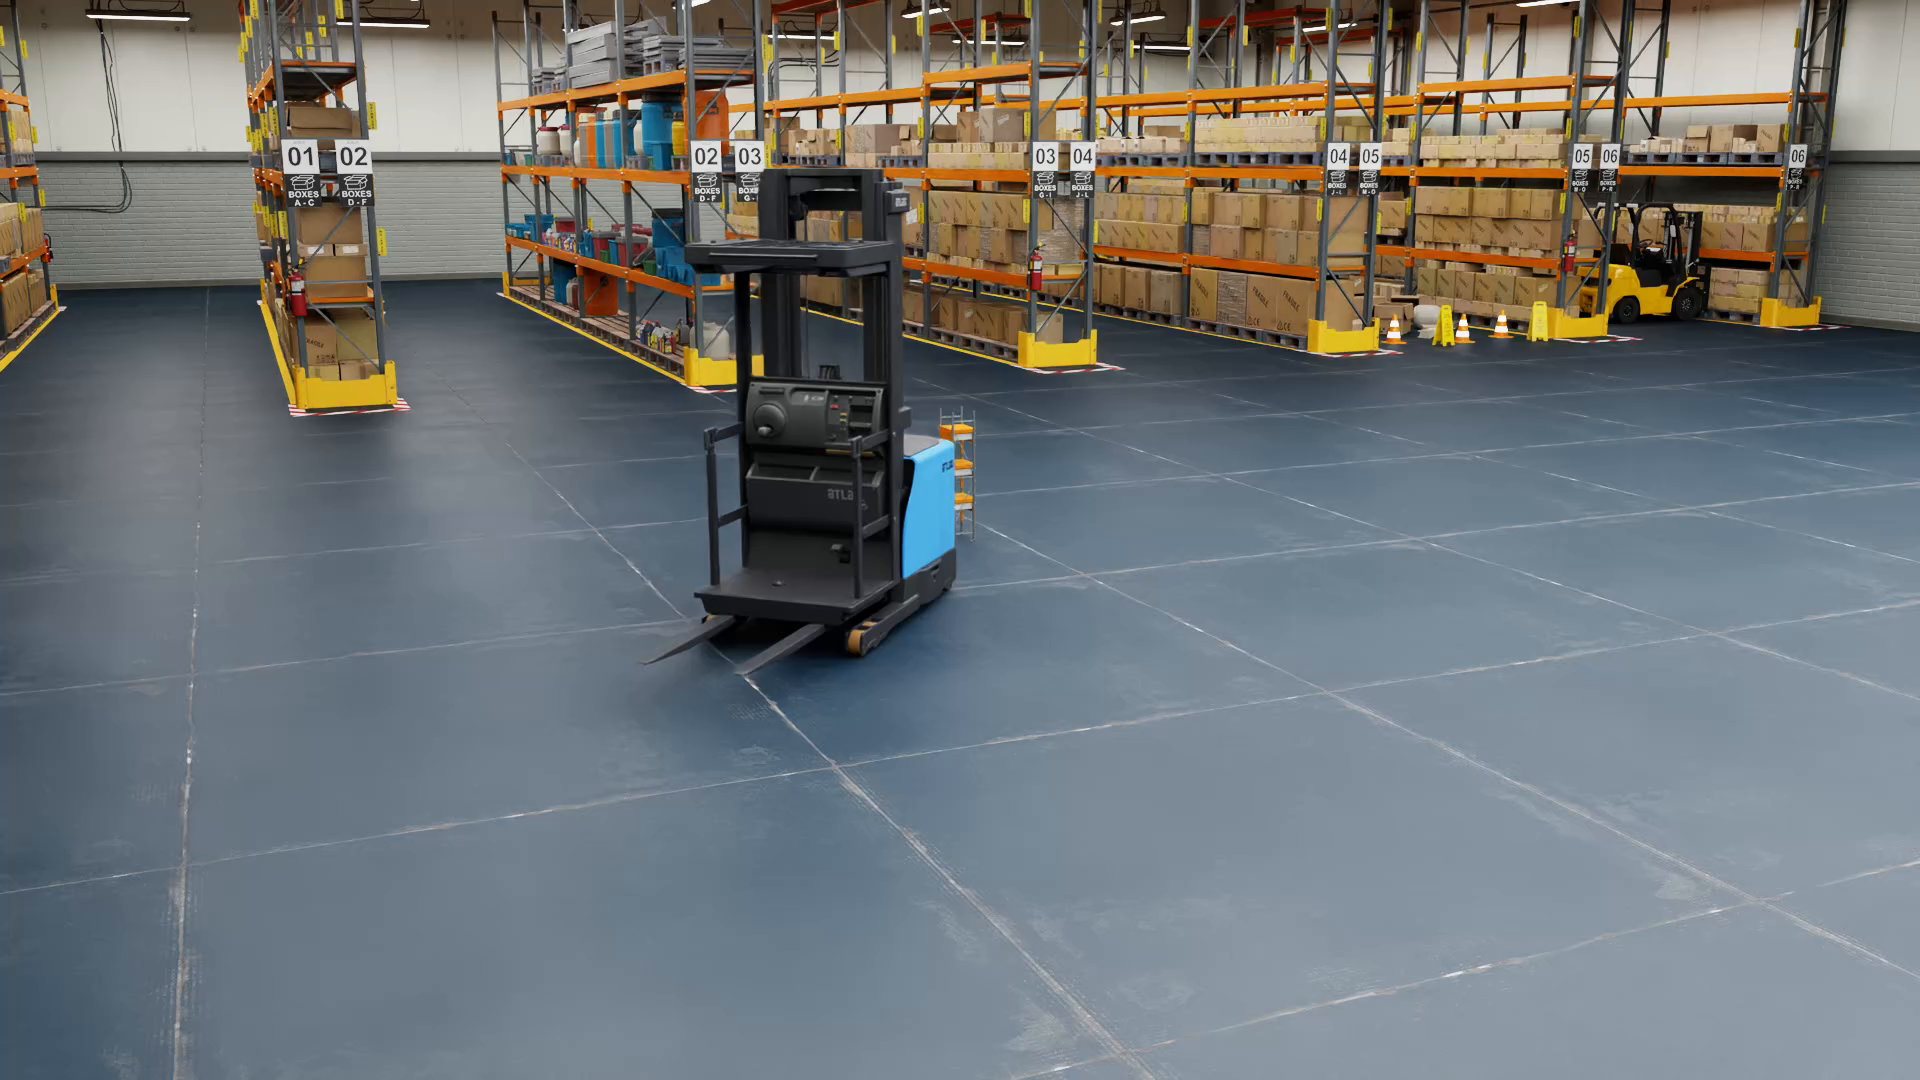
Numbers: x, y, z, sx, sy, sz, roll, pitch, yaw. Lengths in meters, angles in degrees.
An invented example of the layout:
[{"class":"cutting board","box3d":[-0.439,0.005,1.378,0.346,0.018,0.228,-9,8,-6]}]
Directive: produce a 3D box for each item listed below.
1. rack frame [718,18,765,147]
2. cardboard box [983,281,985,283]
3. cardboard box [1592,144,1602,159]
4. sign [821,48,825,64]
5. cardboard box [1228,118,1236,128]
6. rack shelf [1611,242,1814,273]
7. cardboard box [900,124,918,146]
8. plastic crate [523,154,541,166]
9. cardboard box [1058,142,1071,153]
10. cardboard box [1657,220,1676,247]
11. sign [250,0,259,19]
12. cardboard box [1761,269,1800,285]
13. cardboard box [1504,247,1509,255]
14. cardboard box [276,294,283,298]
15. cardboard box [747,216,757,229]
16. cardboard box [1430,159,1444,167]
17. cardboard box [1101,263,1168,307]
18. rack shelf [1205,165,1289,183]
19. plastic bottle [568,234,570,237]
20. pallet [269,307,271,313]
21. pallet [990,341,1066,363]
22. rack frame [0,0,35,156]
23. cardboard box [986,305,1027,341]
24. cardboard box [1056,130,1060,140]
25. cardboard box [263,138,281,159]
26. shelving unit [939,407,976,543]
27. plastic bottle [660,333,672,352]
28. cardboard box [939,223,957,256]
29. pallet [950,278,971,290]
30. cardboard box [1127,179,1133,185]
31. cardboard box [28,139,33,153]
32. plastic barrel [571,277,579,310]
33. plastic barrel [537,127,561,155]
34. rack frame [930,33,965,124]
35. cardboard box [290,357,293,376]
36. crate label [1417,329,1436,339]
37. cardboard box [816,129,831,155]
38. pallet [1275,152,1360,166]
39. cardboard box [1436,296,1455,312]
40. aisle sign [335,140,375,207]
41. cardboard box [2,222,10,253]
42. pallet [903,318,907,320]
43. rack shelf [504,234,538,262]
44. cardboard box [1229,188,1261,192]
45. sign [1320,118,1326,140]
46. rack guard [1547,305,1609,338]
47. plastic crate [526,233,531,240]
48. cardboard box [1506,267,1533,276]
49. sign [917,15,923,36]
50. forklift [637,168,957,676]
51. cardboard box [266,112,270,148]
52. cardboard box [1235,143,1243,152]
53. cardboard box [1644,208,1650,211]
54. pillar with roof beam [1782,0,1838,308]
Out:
[{"class":"rack frame","box3d":[-4.941,-10.268,37.777,1.000,3.000,0.127,-6,14,-23]},{"class":"cardboard box","box3d":[0.749,-5.873,37.484,0.380,0.149,0.250,-5,14,-21]},{"class":"cardboard box","box3d":[10.591,-6.596,28.237,0.500,0.250,0.500,-6,14,-24]},{"class":"sign","box3d":[-2.847,-9.987,34.315,0.100,0.325,0.005,-6,14,-23]},{"class":"cardboard box","box3d":[4.695,-6.957,27.762,0.380,0.149,0.250,-5,14,-22]},{"class":"rack shelf","box3d":[14.294,-5.446,31.846,1.077,0.370,4.000,-6,14,-23]},{"class":"cardboard box","box3d":[-0.917,-7.161,29.677,0.500,0.500,0.500,-5,14,-22]},{"class":"plastic crate","box3d":[-8.534,-7.610,33.319,0.416,0.233,0.300,-6,14,-23]},{"class":"cardboard box","box3d":[1.569,-5.700,24.141,0.380,0.149,0.250,-6,14,-23]},{"class":"cardboard box","box3d":[13.859,-5.933,32.130,0.500,0.500,0.500,-6,14,-24]},{"class":"sign","box3d":[-9.705,-7.337,22.866,0.100,0.325,0.005,-6,14,-23]},{"class":"cardboard box","box3d":[15.076,-4.852,30.632,0.500,0.250,0.500,-6,14,-24]},{"class":"cardboard box","box3d":[9.811,-5.083,29.239,0.380,0.149,0.250,-5,14,-22]},{"class":"cardboard box","box3d":[-11.405,-3.967,28.425,0.500,0.500,0.500,-5,14,-21]},{"class":"cardboard box","box3d":[-4.370,-6.975,36.528,0.500,0.250,0.500,-6,14,-24]},{"class":"cardboard box","box3d":[8.897,-6.954,30.669,0.380,0.149,0.250,-6,14,-23]},{"class":"cardboard box","box3d":[3.363,-4.914,32.006,1.050,0.750,0.750,-5,14,-22]},{"class":"rack shelf","box3d":[6.542,-8.112,36.708,1.077,0.370,4.000,-6,14,-23]},{"class":"plastic bottle","box3d":[-7.228,-5.521,30.829,0.061,0.283,0.133,-6,14,-23]},{"class":"pallet","box3d":[-13.184,-4.660,33.039,1.003,0.211,1.213,-6,14,-23]},{"class":"pallet","box3d":[1.144,-2.868,25.292,1.003,0.211,1.213,-6,14,-23]},{"class":"rack frame","box3d":[-18.557,-8.926,31.978,1.000,3.000,0.127,-6,14,-23]},{"class":"cardboard box","box3d":[0.729,-3.408,26.056,0.500,0.500,0.500,-4,14,-18]},{"class":"cardboard box","box3d":[1.914,-8.326,34.122,0.396,0.266,0.258,-6,14,-23]},{"class":"cardboard box","box3d":[-11.021,-6.396,27.477,0.910,0.500,0.500,-6,14,-23]},{"class":"shelving unit","box3d":[-0.021,-0.523,13.299,0.215,1.050,0.252,-6,14,-23]},{"class":"plastic bottle","box3d":[-4.284,-2.874,24.200,0.152,0.276,0.135,-6,14,-23]},{"class":"cardboard box","box3d":[0.157,-4.855,26.811,0.875,0.500,0.500,-6,14,-23]},{"class":"pallet","box3d":[0.452,-5.975,38.719,1.003,0.211,1.213,-6,14,-23]},{"class":"cardboard box","box3d":[4.319,-8.829,40.988,0.380,0.149,0.250,-6,14,-25]},{"class":"cardboard box","box3d":[-18.020,-7.517,31.724,0.500,0.250,0.500,-5,14,-21]},{"class":"plastic barrel","box3d":[-6.939,-4.608,31.042,0.600,0.588,0.708,-6,14,-23]},{"class":"plastic barrel","box3d":[-7.896,-7.672,31.982,0.433,0.535,0.433,0,13,0]},{"class":"rack frame","box3d":[-0.356,-10.695,39.623,1.000,3.000,0.127,-6,14,-23]},{"class":"cardboard box","box3d":[-8.509,-2.300,21.822,0.500,0.250,0.500,-6,14,-23]},{"class":"crate label","box3d":[7.941,-3.499,28.183,0.298,0.136,0.250,9,16,35]},{"class":"cardboard box","box3d":[-2.473,-7.697,32.168,0.500,0.500,0.500,-5,14,-20]},{"class":"pallet","box3d":[5.746,-6.037,26.347,1.003,0.211,1.213,-6,14,-23]},{"class":"cardboard box","box3d":[9.159,-4.370,30.768,0.500,0.250,0.500,-5,14,-20]},{"class":"aisle sign","box3d":[-7.303,-4.426,20.076,0.394,0.787,0.004,-6,14,-23]},{"class":"cardboard box","box3d":[-15.712,-4.889,26.914,0.500,0.500,0.500,-6,14,-23]},{"class":"pallet","box3d":[-0.940,-3.921,29.841,1.003,0.211,1.213,-6,14,-23]},{"class":"rack shelf","box3d":[-8.678,-6.134,34.817,1.077,0.370,4.000,-6,14,-23]},{"class":"cardboard box","box3d":[6.295,-7.520,36.771,0.500,0.500,0.500,-6,14,-24]},{"class":"sign","box3d":[5.550,-6.275,25.388,0.100,0.325,0.005,-6,14,-23]},{"class":"rack guard","box3d":[10.518,-3.733,28.388,1.175,0.500,0.348,-6,14,-23]},{"class":"plastic crate","box3d":[-8.572,-6.174,33.869,0.437,0.125,0.590,-6,14,-23]},{"class":"cardboard box","box3d":[9.780,-4.693,29.058,0.380,0.149,0.250,-5,14,-21]},{"class":"sign","box3d":[-0.641,-8.270,26.720,0.100,0.325,0.005,-6,14,-23]},{"class":"forklift","box3d":[-1.000,-0.815,10.390,1.130,2.935,3.031,5,14,19]},{"class":"cardboard box","box3d":[-9.253,-5.627,22.914,0.500,0.500,0.500,-4,14,-18]},{"class":"cardboard box","box3d":[4.797,-6.516,27.625,0.380,0.149,0.250,-6,14,-23]},{"class":"cardboard box","box3d":[13.646,-6.529,32.609,0.380,0.149,0.250,-6,14,-24]},{"class":"pillar with roof beam","box3d":[11.697,-8.143,28.596,9.100,9.000,0.400,-6,14,-23]}]
